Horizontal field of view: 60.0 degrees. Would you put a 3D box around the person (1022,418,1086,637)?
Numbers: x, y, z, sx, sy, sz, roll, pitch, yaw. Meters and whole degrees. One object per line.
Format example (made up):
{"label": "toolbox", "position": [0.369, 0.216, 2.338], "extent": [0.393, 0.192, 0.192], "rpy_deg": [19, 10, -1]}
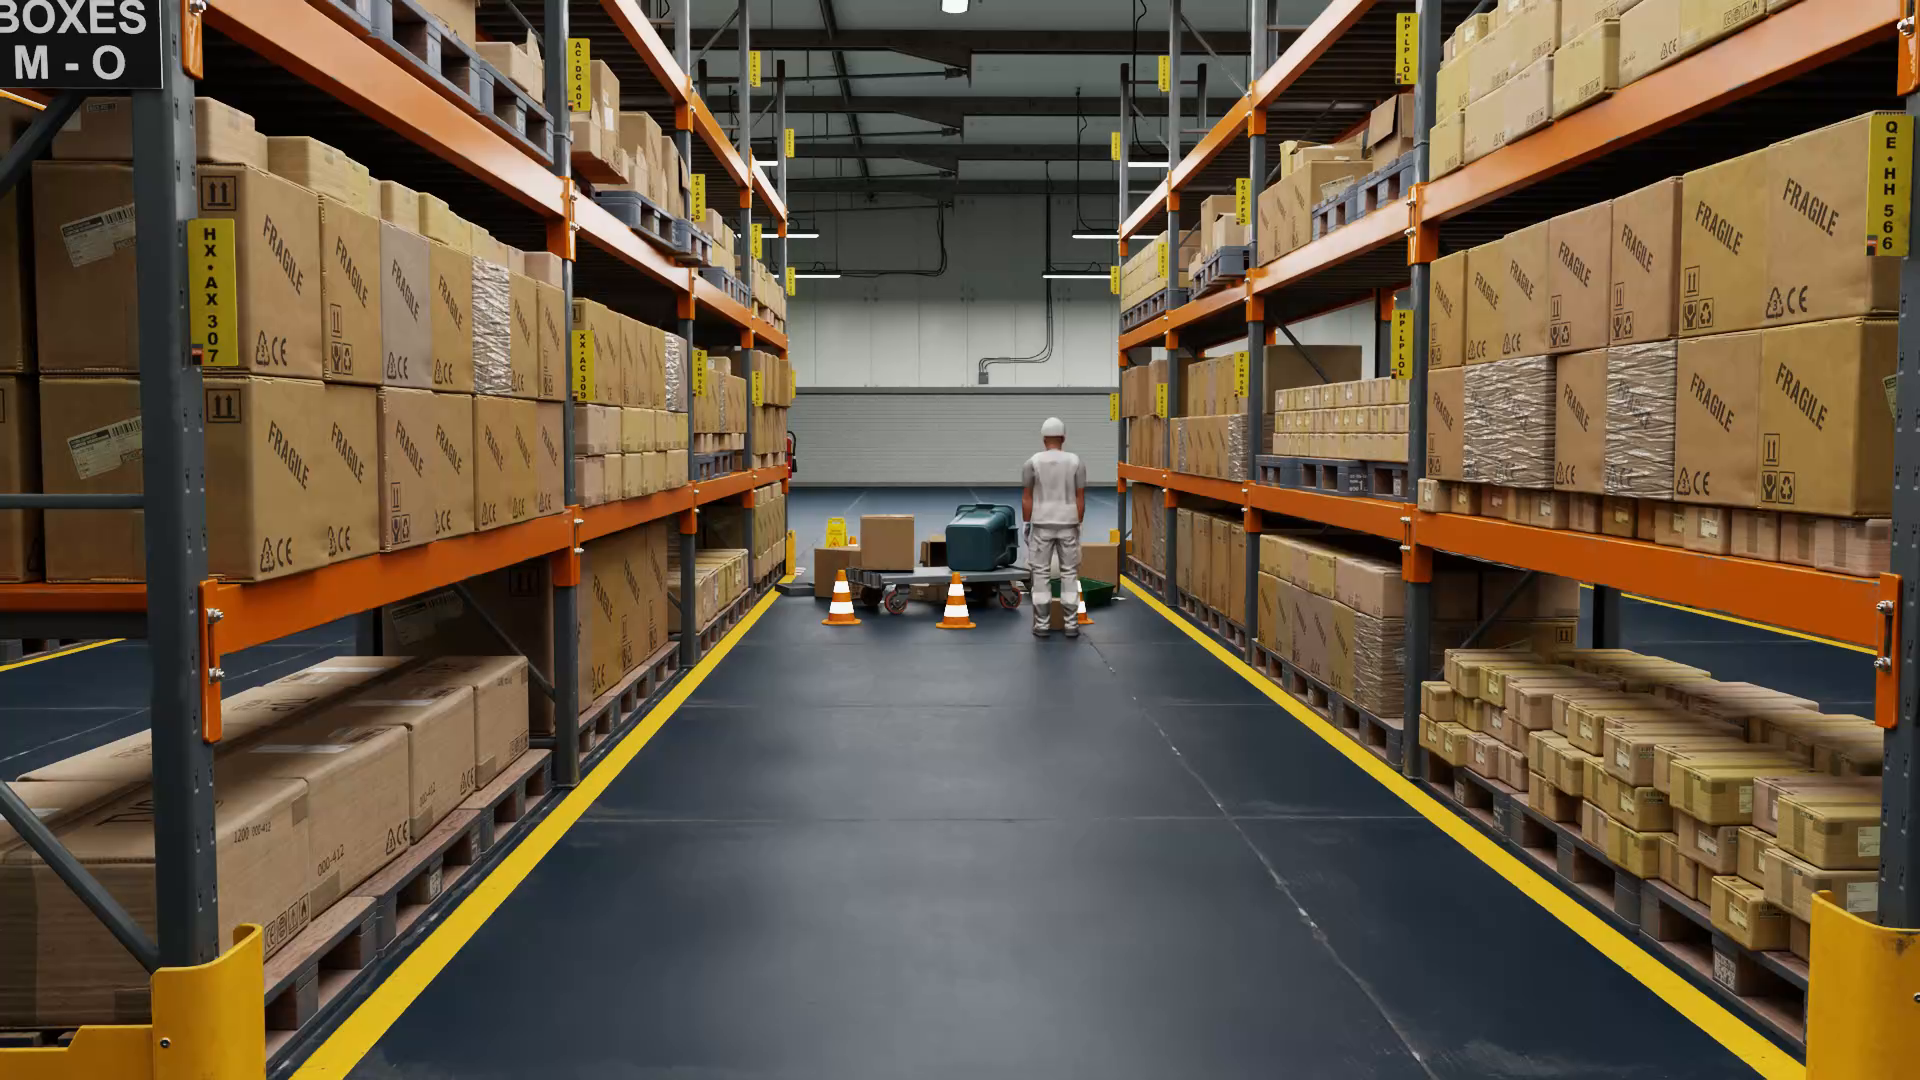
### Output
{"label": "person", "position": [0.765, -0.103, 13.621], "extent": [0.525, 1.782, 0.337], "rpy_deg": [0, 4, 0]}
